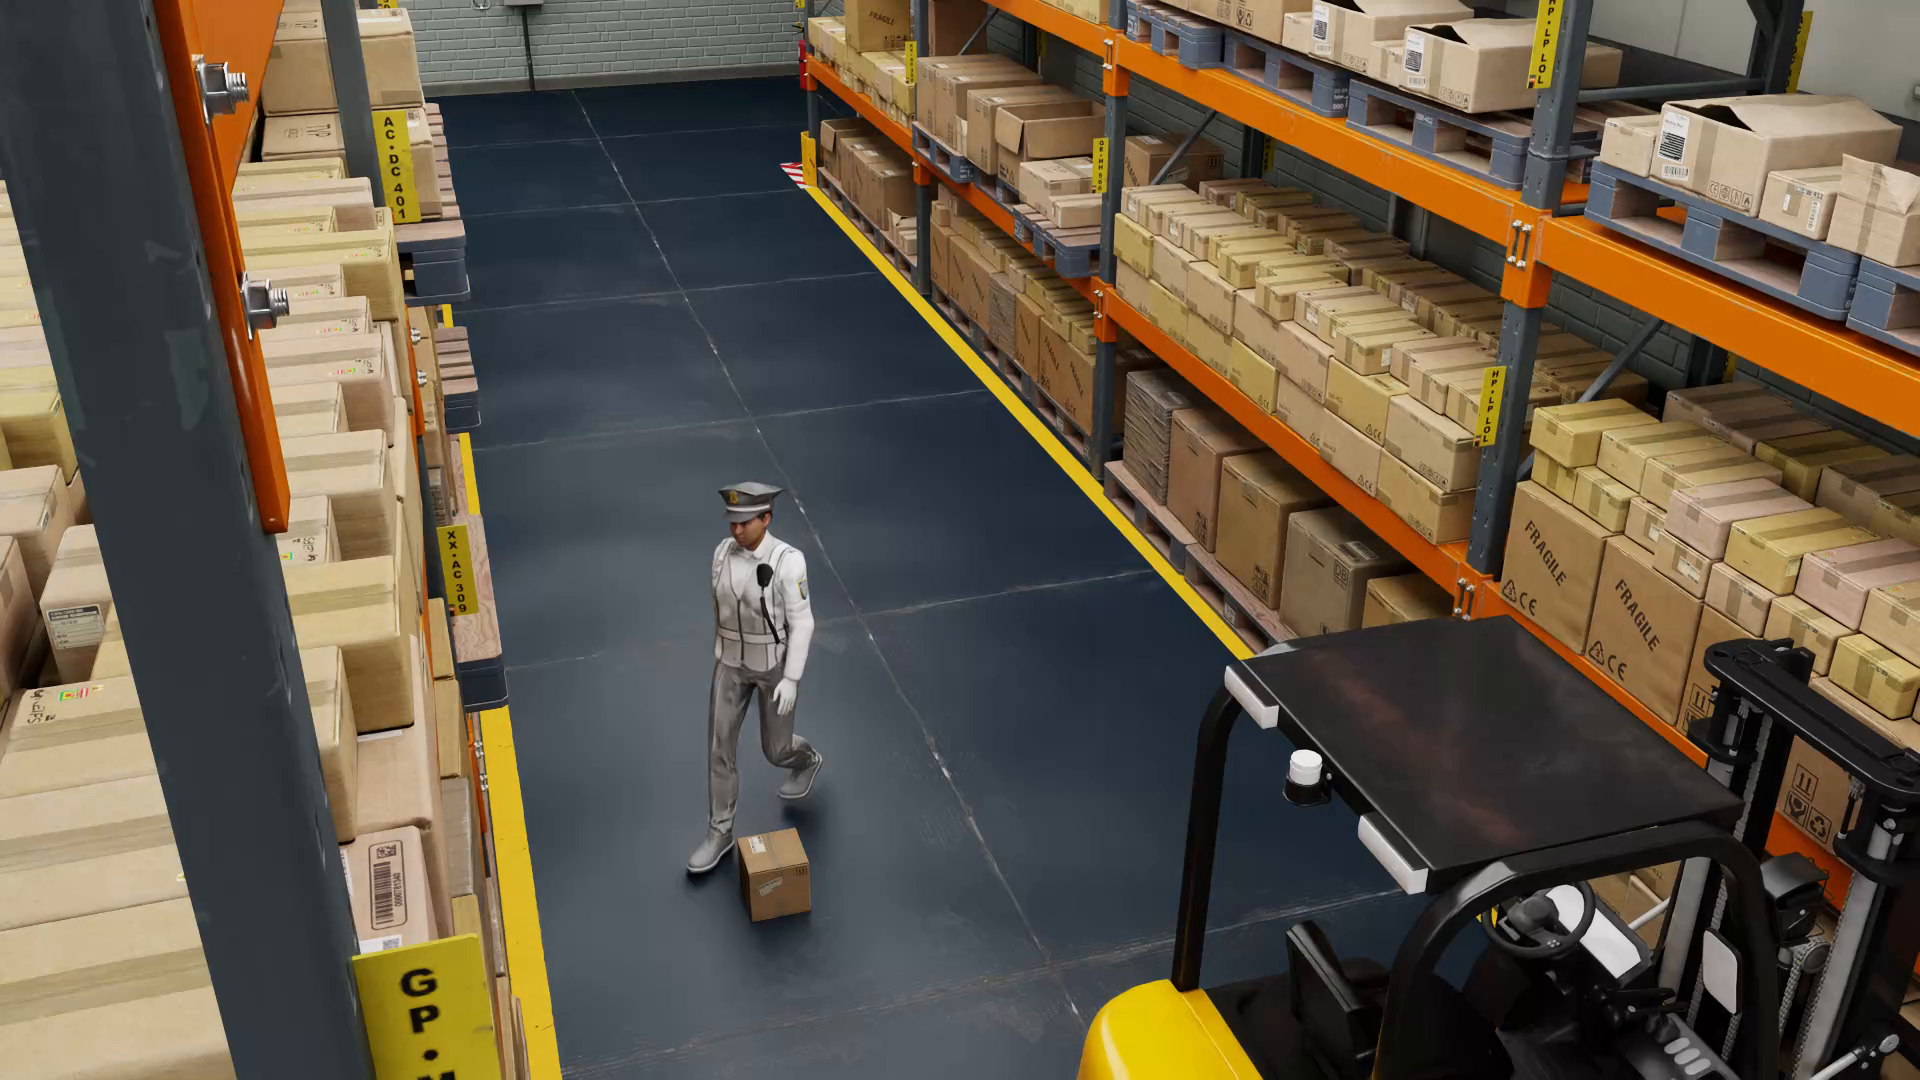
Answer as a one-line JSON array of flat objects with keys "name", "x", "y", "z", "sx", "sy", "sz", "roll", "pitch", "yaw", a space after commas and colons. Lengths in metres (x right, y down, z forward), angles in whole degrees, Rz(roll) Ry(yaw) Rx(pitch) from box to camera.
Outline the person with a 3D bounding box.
[{"name": "person", "x": -0.887, "y": 0.557, "z": 7.018, "sx": 0.512, "sy": 1.627, "sz": 0.811, "roll": 9, "pitch": 28, "yaw": 17}]
